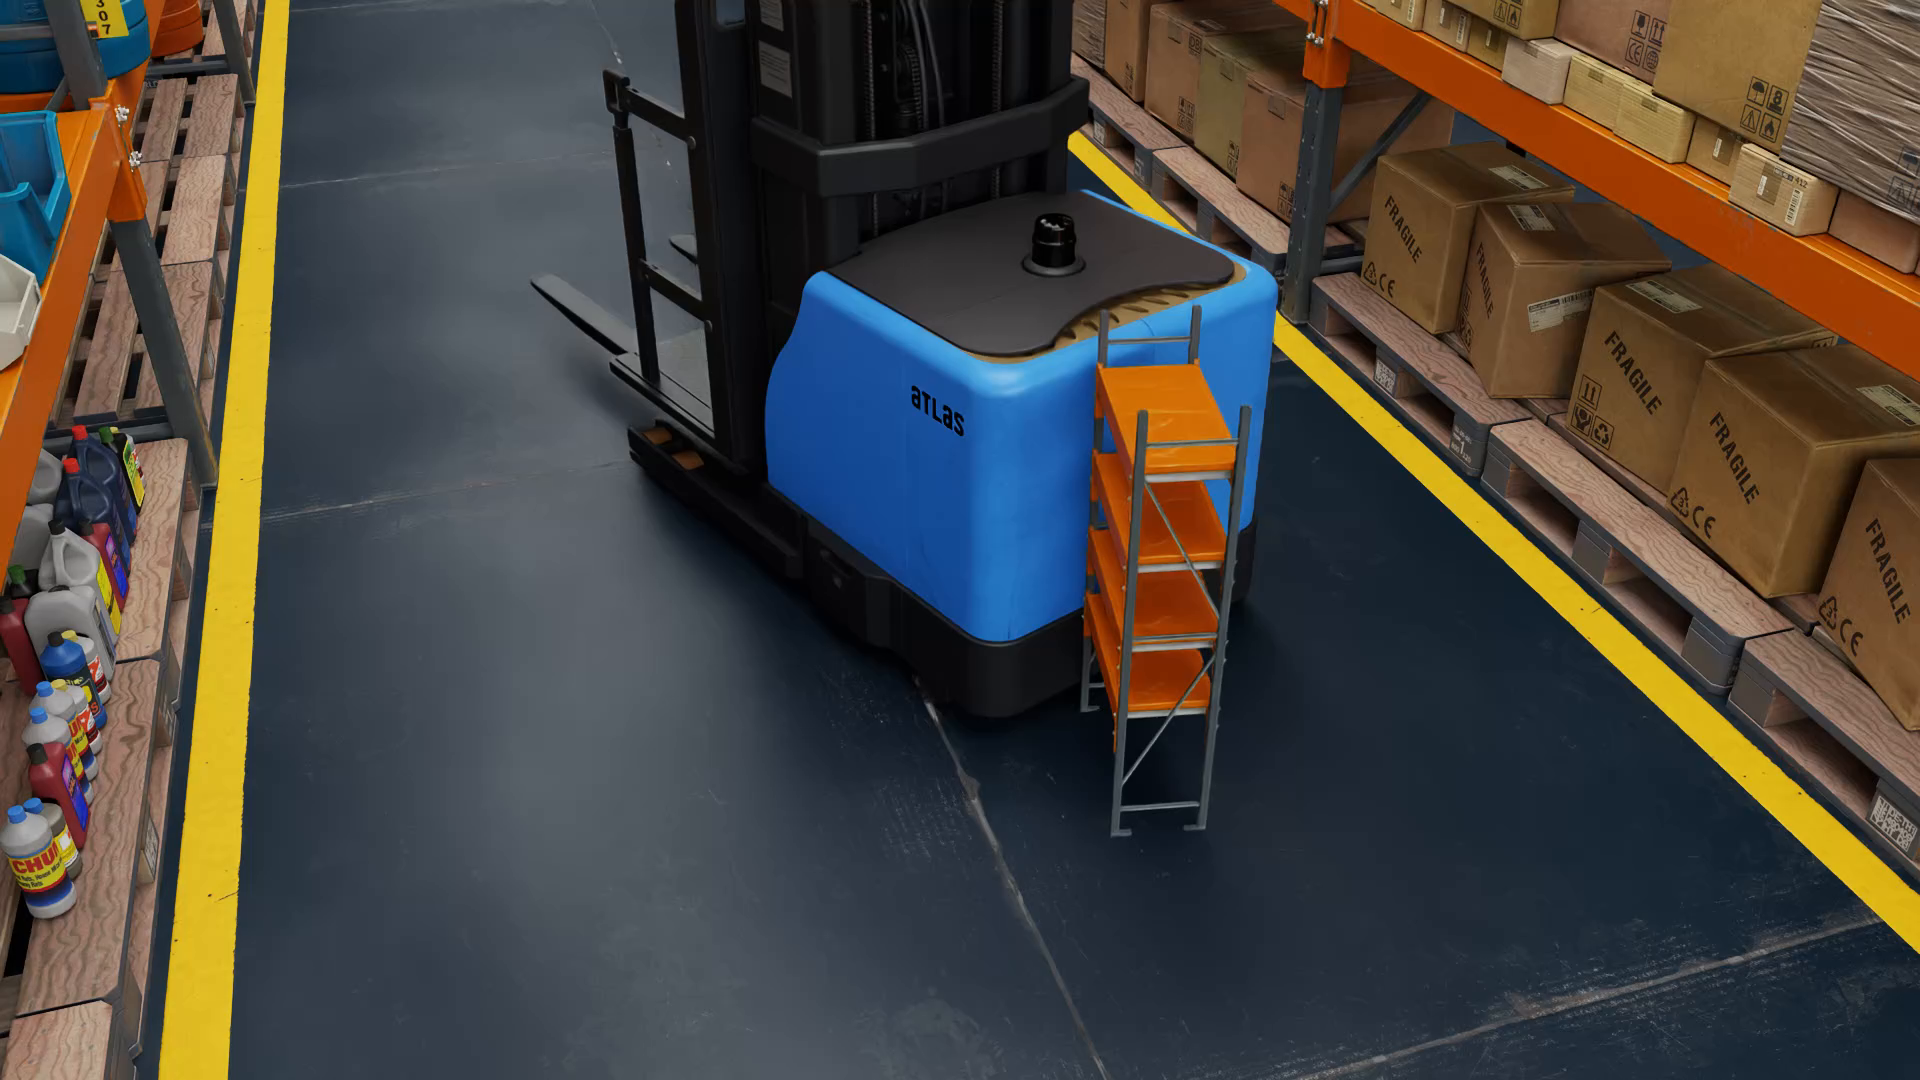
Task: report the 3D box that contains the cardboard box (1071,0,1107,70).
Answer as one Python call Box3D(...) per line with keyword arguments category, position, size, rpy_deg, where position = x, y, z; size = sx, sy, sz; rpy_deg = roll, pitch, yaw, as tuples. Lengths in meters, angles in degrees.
Box3D(category="cardboard box", position=(0.949, -2.805, 8.642), size=(0.700, 0.500, 0.500), rpy_deg=(-13, 36, -19))

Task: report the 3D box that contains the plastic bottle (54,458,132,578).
Box3D(category="plastic bottle", position=(-2.423, -0.057, 4.619), size=(0.144, 0.351, 0.185), rpy_deg=(-12, 35, -17))

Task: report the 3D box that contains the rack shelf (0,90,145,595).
Box3D(category="rack shelf", position=(-2.342, -0.019, 3.210), size=(1.077, 0.370, 4.000), rpy_deg=(-10, 35, -15))

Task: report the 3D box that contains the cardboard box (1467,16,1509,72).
Box3D(category="cardboard box", position=(1.795, -1.544, 5.093), size=(0.380, 0.149, 0.250), rpy_deg=(-10, 35, -15))

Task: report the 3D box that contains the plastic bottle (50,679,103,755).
Box3D(category="plastic bottle", position=(-2.154, 0.426, 4.023), size=(0.097, 0.201, 0.097), rpy_deg=(0, 33, 0))

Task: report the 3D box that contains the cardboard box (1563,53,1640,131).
Box3D(category="cardboard box", position=(1.948, -1.281, 4.696), size=(0.380, 0.149, 0.250), rpy_deg=(-10, 35, -15))

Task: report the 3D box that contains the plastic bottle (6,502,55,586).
Box3D(category="plastic bottle", position=(-2.556, 0.012, 4.582), size=(0.152, 0.276, 0.135), rpy_deg=(-10, 35, -15))

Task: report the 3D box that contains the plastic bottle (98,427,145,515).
Box3D(category="plastic bottle", position=(-2.492, -0.222, 4.930), size=(0.061, 0.283, 0.133), rpy_deg=(-8, 34, -12))

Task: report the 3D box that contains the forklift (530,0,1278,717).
Box3D(category="forklift", position=(-0.449, -1.502, 4.865), size=(1.130, 2.935, 3.031), rpy_deg=(-24, 40, -31))

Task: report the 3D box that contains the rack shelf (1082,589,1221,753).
Box3D(category="rack shelf", position=(0.471, 0.314, 4.169), size=(0.258, 0.148, 0.480), rpy_deg=(-3, 34, -4))

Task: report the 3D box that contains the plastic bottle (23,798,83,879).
Box3D(category="plastic bottle", position=(-2.020, 0.657, 3.675), size=(0.097, 0.201, 0.097), rpy_deg=(0, 33, 0))

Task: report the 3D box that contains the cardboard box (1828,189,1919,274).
Box3D(category="cardboard box", position=(2.304, -0.765, 3.915), size=(0.380, 0.149, 0.250), rpy_deg=(-10, 35, -15))

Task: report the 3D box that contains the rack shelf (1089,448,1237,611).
Box3D(category="rack shelf", position=(0.471, -0.039, 3.937), size=(0.258, 0.148, 0.480), rpy_deg=(-3, 34, -4))

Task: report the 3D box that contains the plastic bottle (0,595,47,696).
Box3D(category="plastic bottle", position=(-2.380, 0.245, 4.223), size=(0.061, 0.283, 0.133), rpy_deg=(-10, 35, -15))

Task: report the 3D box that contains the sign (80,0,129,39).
Box3D(category="sign", position=(-2.425, -1.571, 4.656), size=(0.100, 0.325, 0.005), rpy_deg=(-10, 35, -15))

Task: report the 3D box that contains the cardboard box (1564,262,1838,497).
Box3D(category="cardboard box", position=(2.295, -0.505, 5.180), size=(0.500, 0.500, 0.500), rpy_deg=(-13, 36, -19))

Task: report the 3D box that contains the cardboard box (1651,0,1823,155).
Box3D(category="cardboard box", position=(2.323, -1.337, 4.193), size=(0.875, 0.500, 0.500), rpy_deg=(-10, 35, -15))

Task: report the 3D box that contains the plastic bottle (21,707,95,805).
Box3D(category="plastic bottle", position=(-2.093, 0.502, 3.846), size=(0.097, 0.271, 0.097), rpy_deg=(0, 33, 0))

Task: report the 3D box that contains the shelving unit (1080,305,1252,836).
Box3D(category="shelving unit", position=(0.471, 0.092, 4.023), size=(0.258, 1.200, 0.503), rpy_deg=(-3, 34, -4))

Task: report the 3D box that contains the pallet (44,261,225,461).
Box3D(category="pallet", position=(-3.229, -0.611, 5.984), size=(1.003, 0.211, 1.213), rpy_deg=(-10, 35, -15))

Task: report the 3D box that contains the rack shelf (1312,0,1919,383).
Box3D(category="rack shelf", position=(2.375, -0.852, 4.470), size=(1.077, 0.370, 4.000), rpy_deg=(-10, 35, -15))

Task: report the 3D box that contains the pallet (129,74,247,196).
Box3D(category="pallet", position=(-3.973, -1.892, 7.922), size=(1.003, 0.211, 1.213), rpy_deg=(-10, 35, -15))

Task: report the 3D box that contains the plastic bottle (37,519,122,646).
Box3D(category="plastic bottle", position=(-2.324, 0.113, 4.362), size=(0.144, 0.351, 0.185), rpy_deg=(-10, 35, -15))

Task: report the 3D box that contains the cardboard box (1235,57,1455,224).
Box3D(category="cardboard box", position=(1.598, -1.668, 6.922), size=(0.700, 0.500, 0.500), rpy_deg=(-13, 36, -18))

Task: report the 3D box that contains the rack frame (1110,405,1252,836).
Box3D(category="rack frame", position=(0.493, 0.226, 3.820), size=(0.240, 1.200, 0.015), rpy_deg=(-3, 34, -4))

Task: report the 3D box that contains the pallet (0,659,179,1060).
Box3D(category="pallet", position=(-2.411, 0.796, 3.854), size=(1.003, 0.211, 1.213), rpy_deg=(-10, 35, -15))

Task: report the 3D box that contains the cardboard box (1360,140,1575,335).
Box3D(category="cardboard box", position=(1.848, -1.117, 6.107), size=(0.500, 0.500, 0.500), rpy_deg=(-11, 35, -16))

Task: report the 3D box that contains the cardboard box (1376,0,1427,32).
Box3D(category="cardboard box", position=(1.607, -1.800, 5.481), size=(0.380, 0.149, 0.250), rpy_deg=(-10, 35, -15))

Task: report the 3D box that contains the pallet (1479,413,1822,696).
Box3D(category="pallet", position=(2.379, -0.050, 5.134), size=(1.003, 0.211, 1.213), rpy_deg=(-10, 35, -15))

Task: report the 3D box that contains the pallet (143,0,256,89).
Box3D(category="pallet", position=(-4.453, -2.713, 9.163), size=(1.003, 0.211, 1.213), rpy_deg=(-10, 35, -15))

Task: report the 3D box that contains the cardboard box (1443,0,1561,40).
Box3D(category="cardboard box", position=(1.962, -1.852, 4.972), size=(0.875, 0.500, 0.500), rpy_deg=(-10, 35, -15))

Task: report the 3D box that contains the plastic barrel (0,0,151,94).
Box3D(category="plastic barrel", position=(-2.782, -1.832, 4.847), size=(0.600, 0.901, 0.708), rpy_deg=(-10, 35, -15))

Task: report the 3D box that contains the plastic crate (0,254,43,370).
Box3D(category="plastic crate", position=(-2.216, -0.449, 3.448), size=(0.530, 0.136, 0.437), rpy_deg=(-10, 35, -15))

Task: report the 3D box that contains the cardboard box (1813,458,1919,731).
Box3D(category="cardboard box", position=(2.595, 0.127, 4.223), size=(0.500, 0.500, 0.500), rpy_deg=(-1, 33, -2))

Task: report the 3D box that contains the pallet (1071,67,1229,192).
Box3D(category="pallet", position=(1.150, -2.089, 8.219), size=(1.003, 0.211, 1.213), rpy_deg=(-10, 35, -15))

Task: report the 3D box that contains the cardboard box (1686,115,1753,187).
Box3D(category="cardboard box", position=(2.133, -1.025, 4.308), size=(0.380, 0.149, 0.250), rpy_deg=(-10, 35, -15))

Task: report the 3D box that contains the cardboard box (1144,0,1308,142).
Box3D(category="cardboard box", position=(1.299, -2.216, 7.751), size=(0.700, 0.500, 0.500), rpy_deg=(-13, 36, -19))

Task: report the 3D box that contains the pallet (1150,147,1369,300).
Box3D(category="pallet", position=(1.526, -1.447, 7.248), size=(1.003, 0.211, 1.213), rpy_deg=(-10, 35, -15))

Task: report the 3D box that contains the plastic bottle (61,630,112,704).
Box3D(category="plastic bottle", position=(-2.217, 0.318, 4.186), size=(0.097, 0.201, 0.097), rpy_deg=(0, 33, 0))

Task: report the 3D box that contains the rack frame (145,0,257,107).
Box3D(category="rack frame", position=(-4.173, -3.469, 7.779), size=(1.000, 3.000, 0.127), rpy_deg=(-10, 35, -15))
